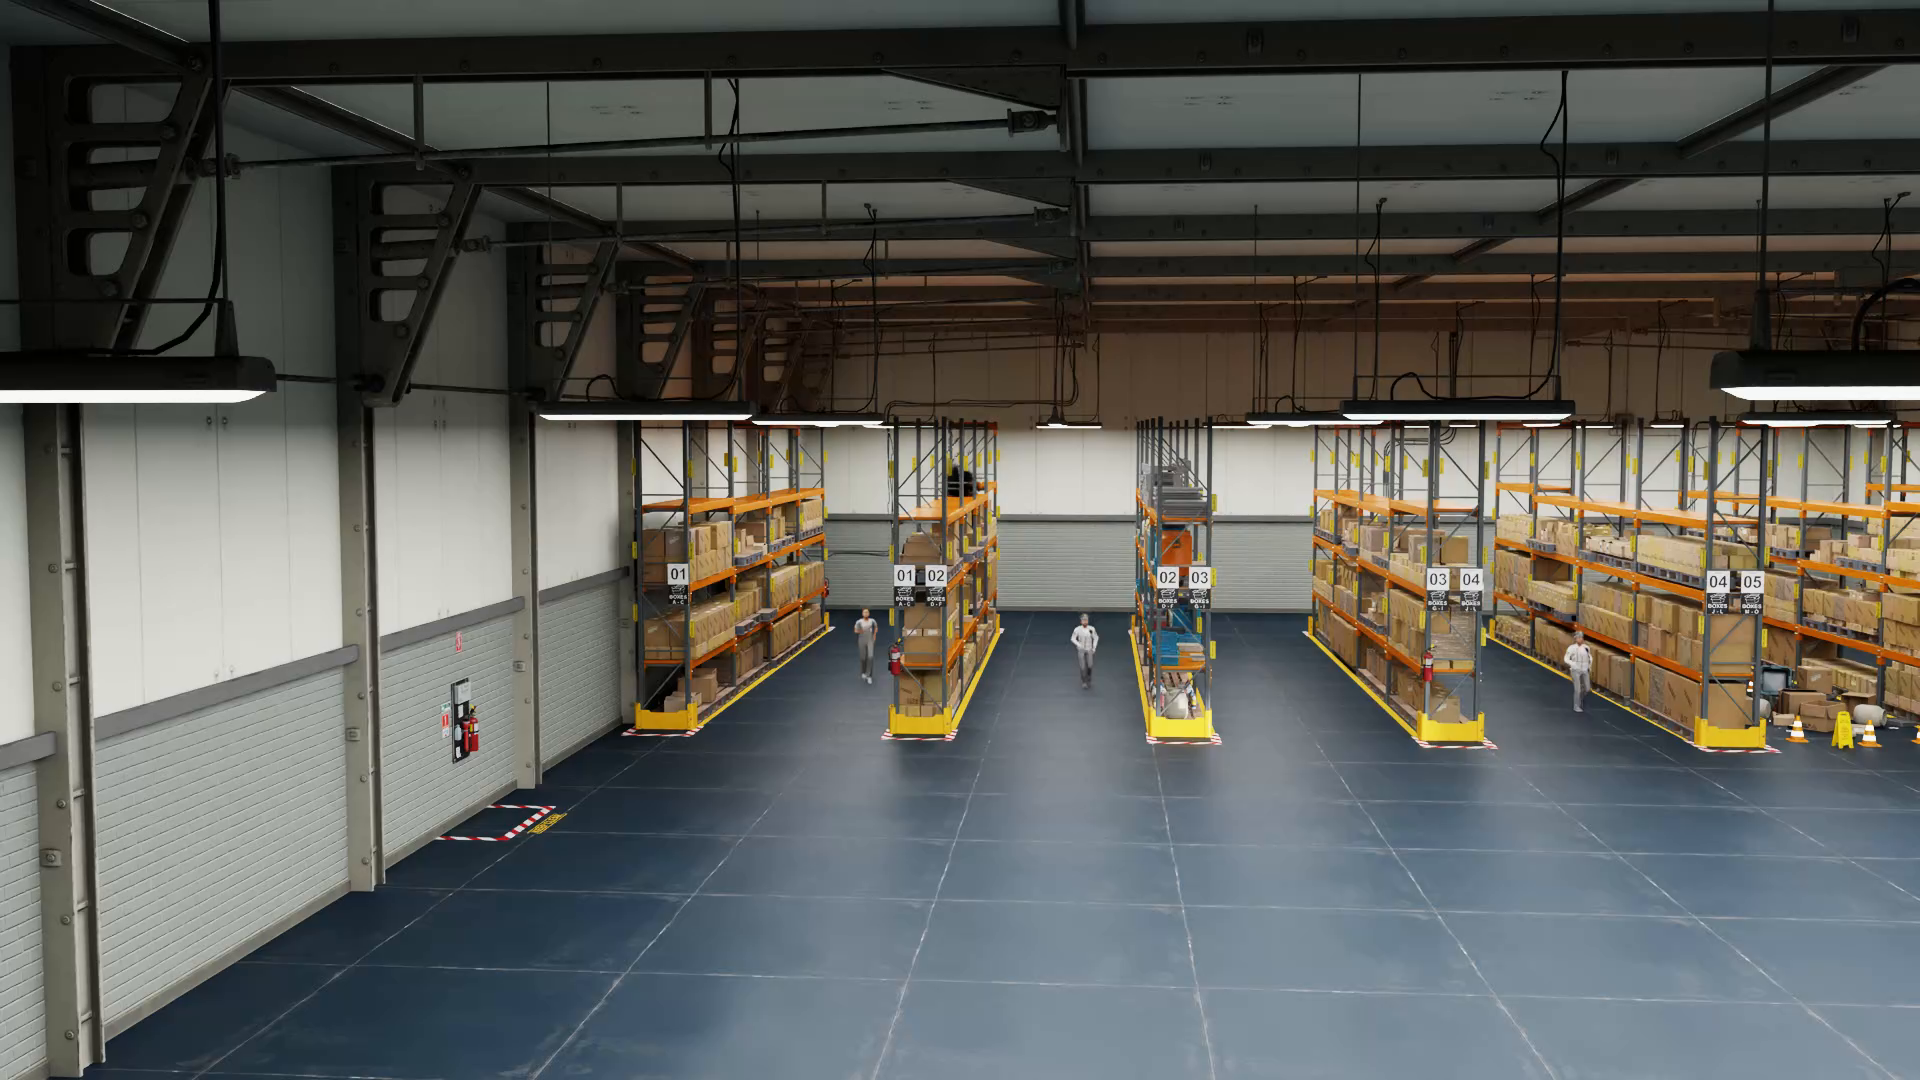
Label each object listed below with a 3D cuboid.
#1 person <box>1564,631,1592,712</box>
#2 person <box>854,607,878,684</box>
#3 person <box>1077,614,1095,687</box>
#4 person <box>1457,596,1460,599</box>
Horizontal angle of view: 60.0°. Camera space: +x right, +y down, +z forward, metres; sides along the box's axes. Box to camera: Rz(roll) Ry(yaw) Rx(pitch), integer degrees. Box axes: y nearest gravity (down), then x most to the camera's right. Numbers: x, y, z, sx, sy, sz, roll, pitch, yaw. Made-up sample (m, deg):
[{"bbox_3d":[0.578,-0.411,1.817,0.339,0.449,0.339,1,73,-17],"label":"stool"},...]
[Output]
[{"bbox_3d":[12.657,2.678,33.947,0.609,1.650,0.562,0,4,-2],"label":"person"},{"bbox_3d":[-2.143,2.386,37.947,0.559,1.700,0.831,0,4,-7],"label":"person"},{"bbox_3d":[2.801,2.468,37.011,0.449,1.657,0.546,0,4,1],"label":"person"},{"bbox_3d":[14.484,1.821,47.393,0.732,1.624,0.833,-2,4,-33],"label":"person"}]
